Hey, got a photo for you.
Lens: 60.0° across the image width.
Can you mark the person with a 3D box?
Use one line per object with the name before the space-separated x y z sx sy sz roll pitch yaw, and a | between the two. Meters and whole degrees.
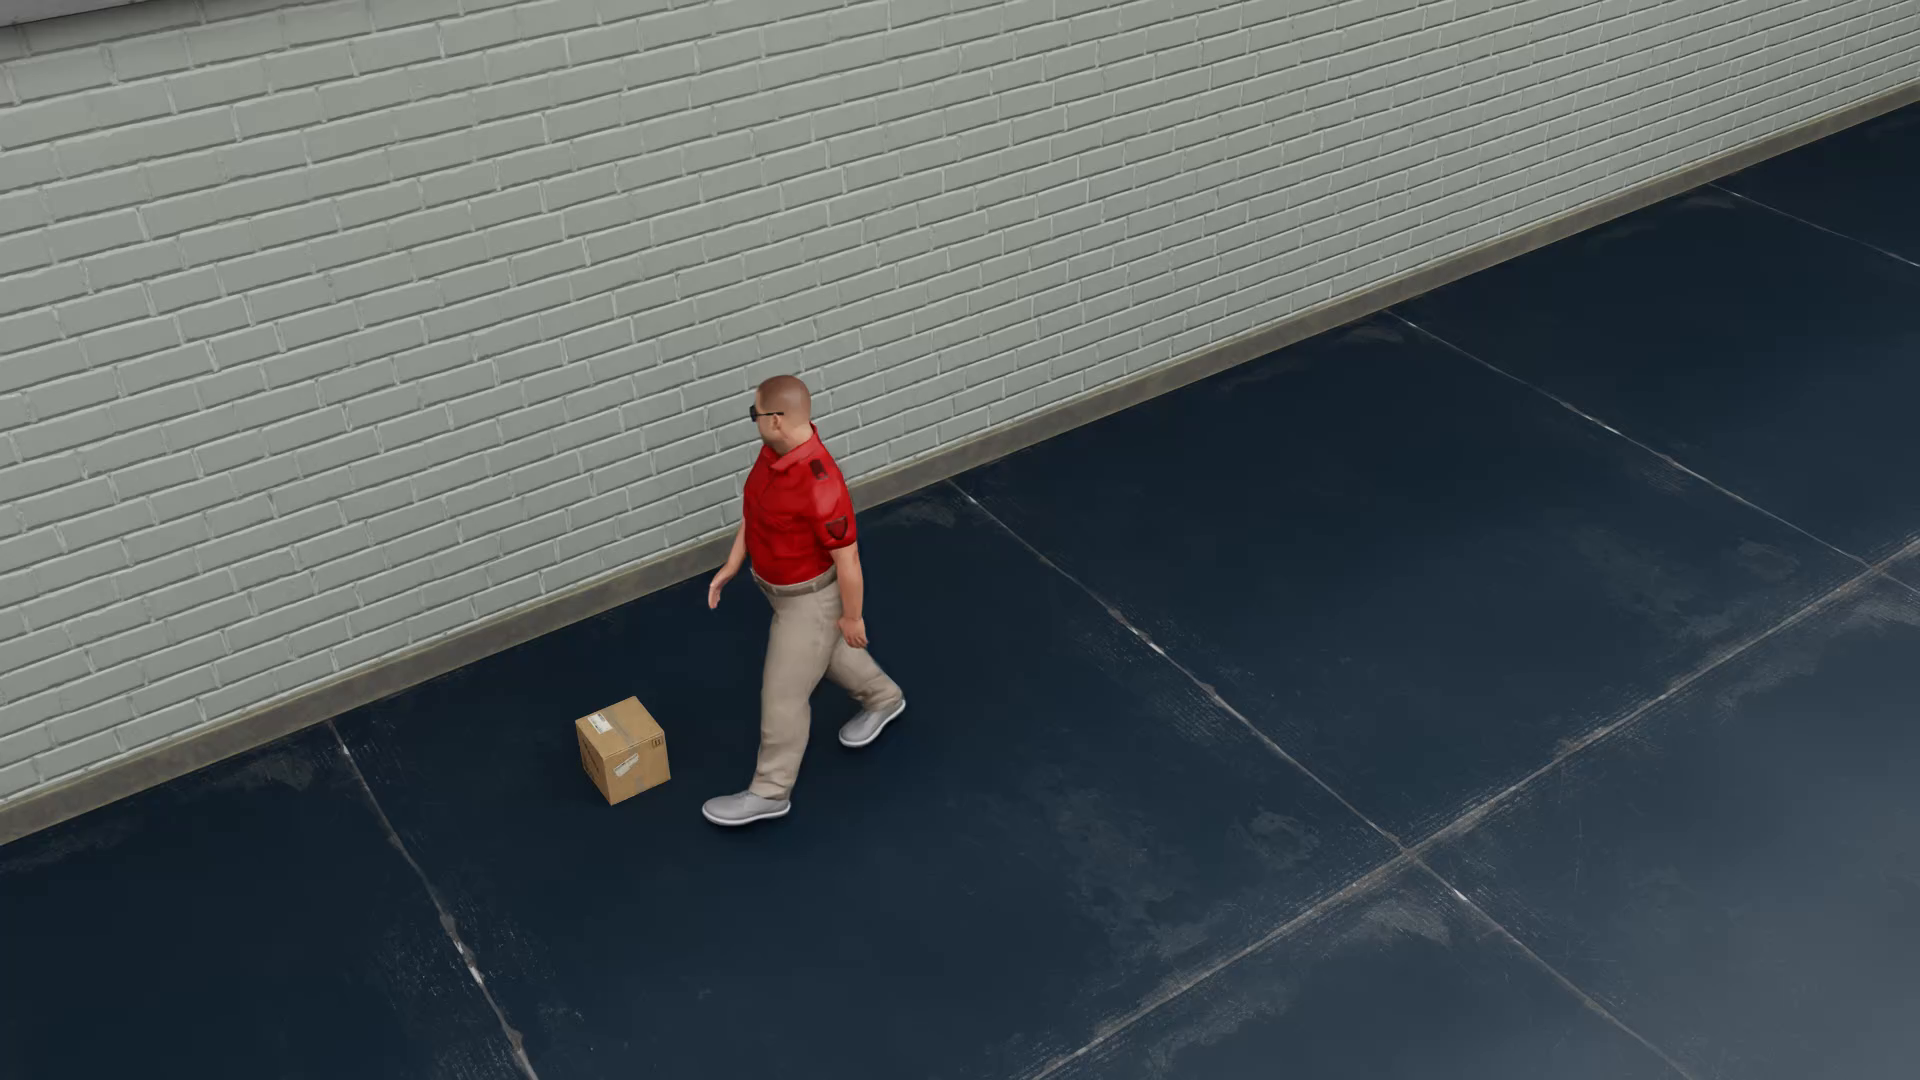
person | -0.599 0.175 5.939 0.909 1.679 0.546 -14 38 -18
